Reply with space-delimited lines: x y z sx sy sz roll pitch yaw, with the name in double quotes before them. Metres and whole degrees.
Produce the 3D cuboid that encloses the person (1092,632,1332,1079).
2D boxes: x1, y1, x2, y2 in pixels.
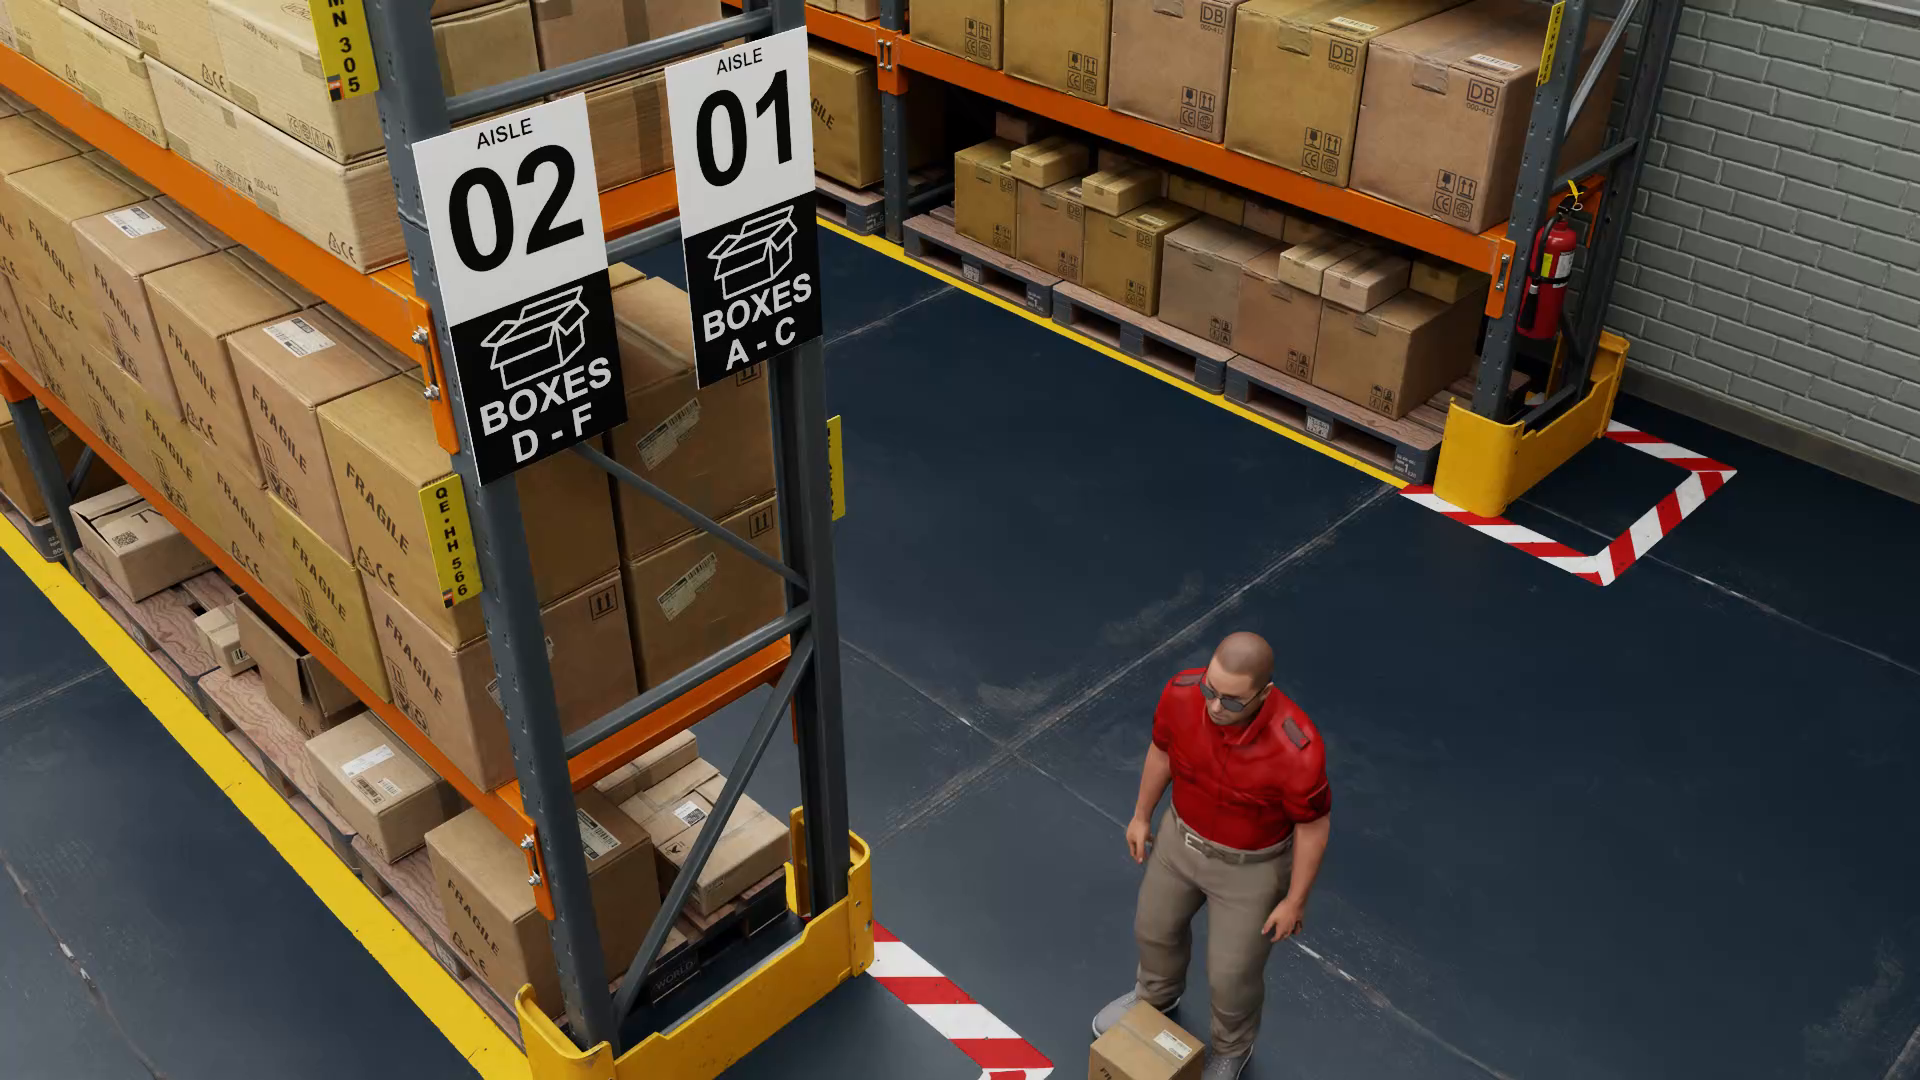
"person" 0.749 0.928 4.843 0.606 1.727 0.396 27 43 33
